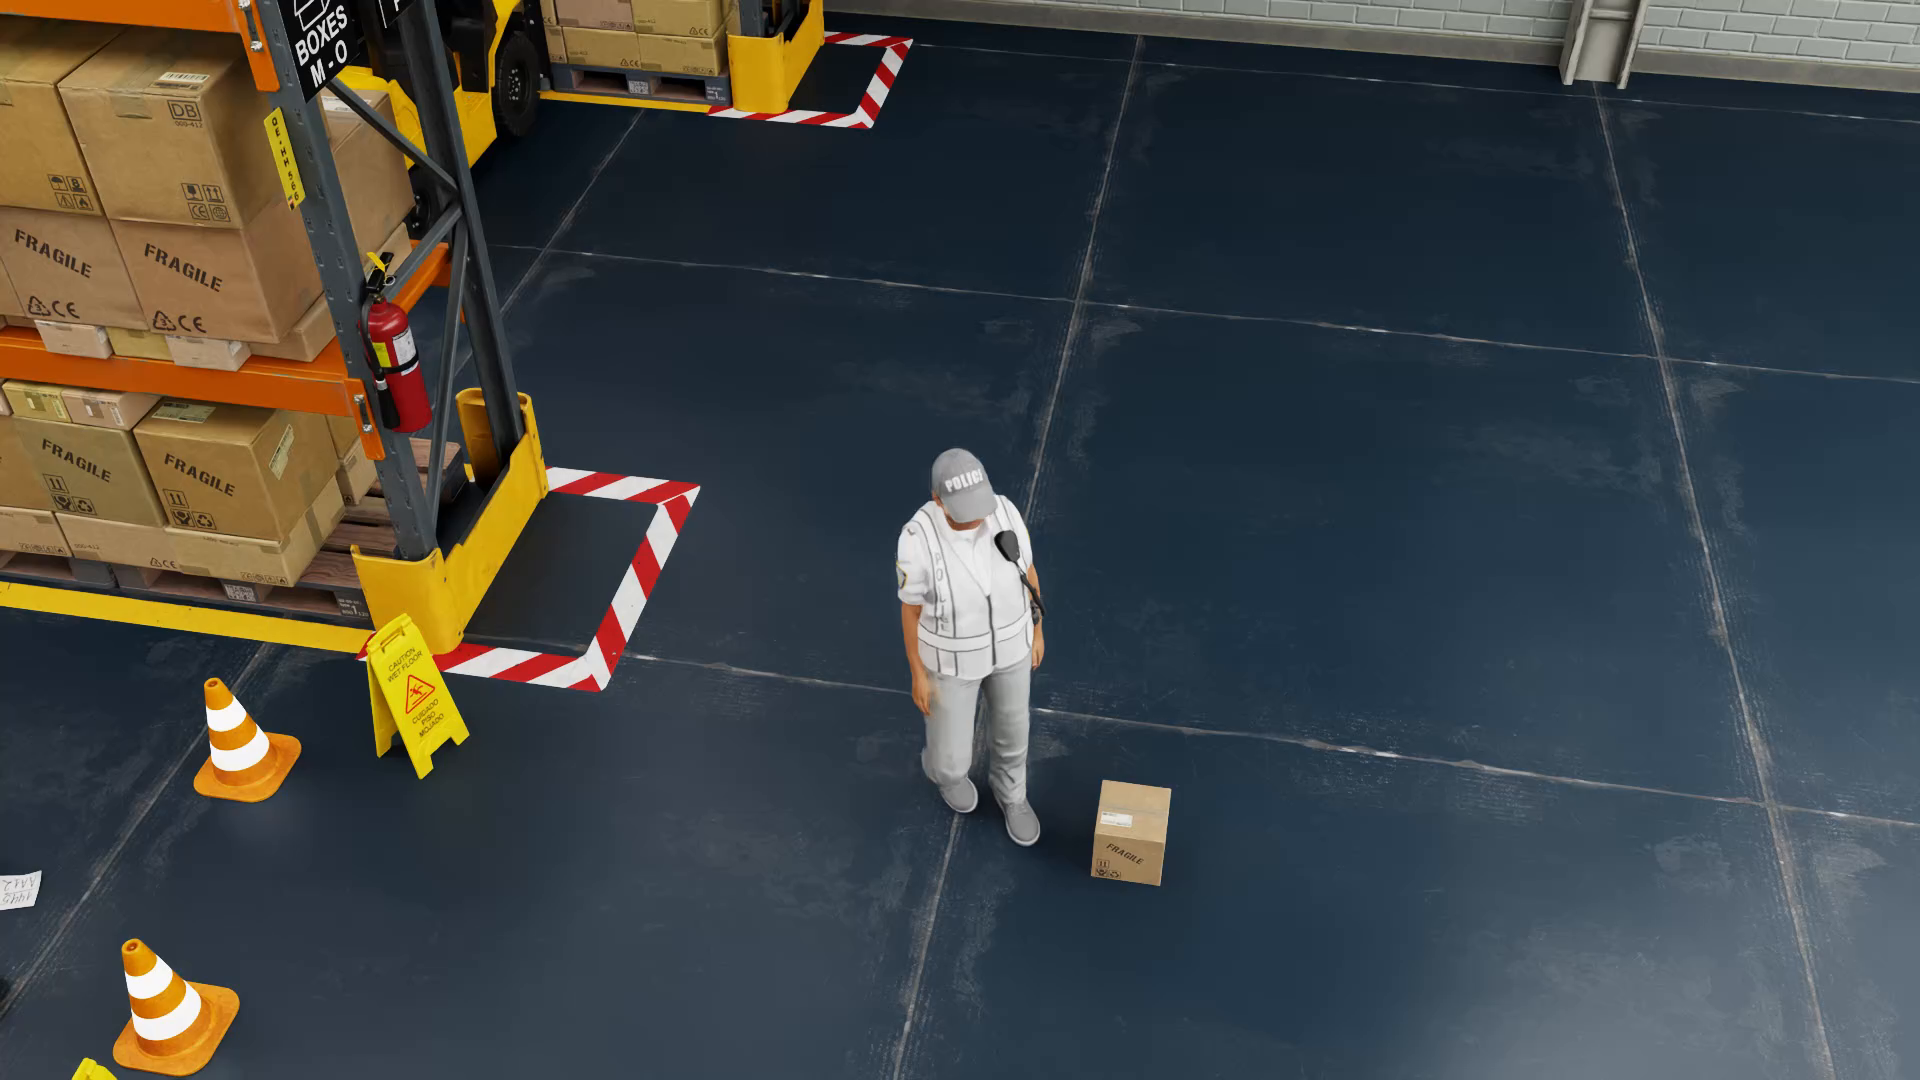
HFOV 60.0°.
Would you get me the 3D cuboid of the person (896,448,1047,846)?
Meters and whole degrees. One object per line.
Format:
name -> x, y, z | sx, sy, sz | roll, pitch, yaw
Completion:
person -> 0.063, 0.394, 5.697 | 0.507, 1.658, 0.472 | -18, 44, -20
